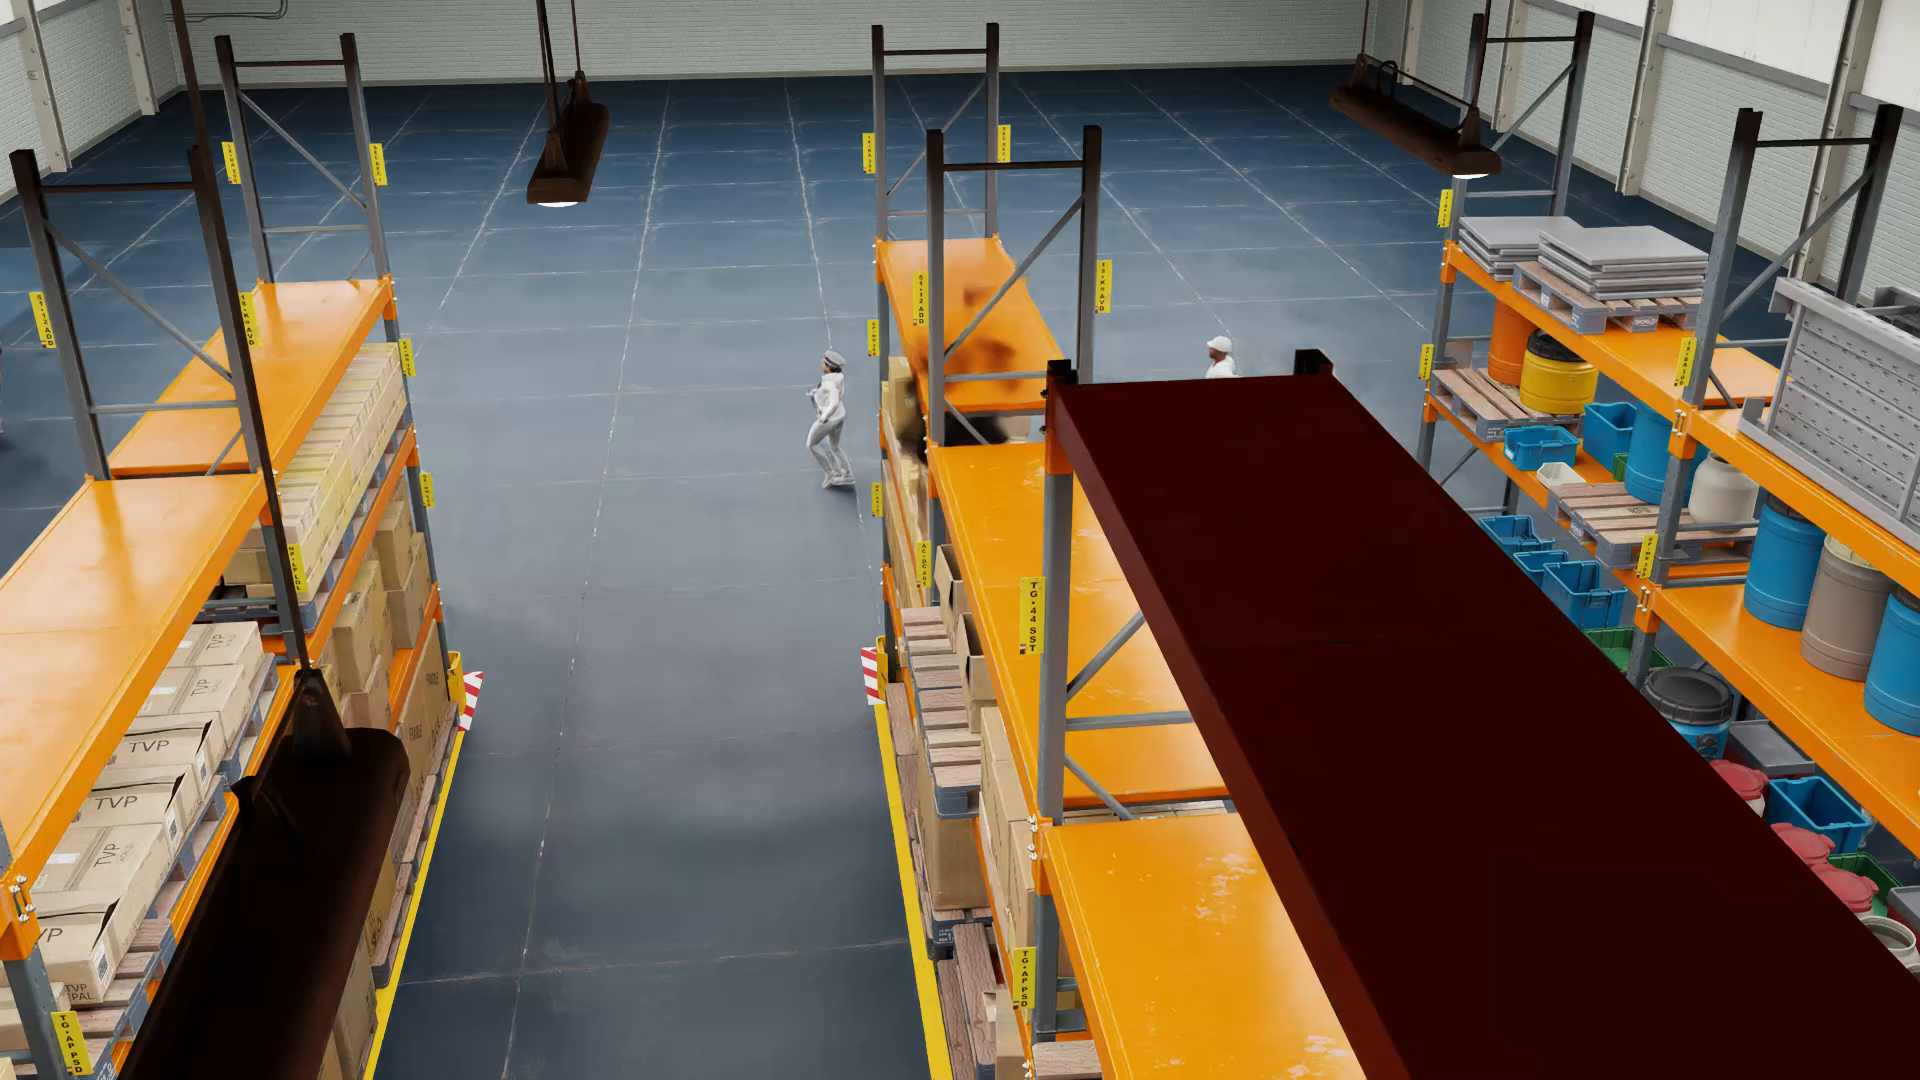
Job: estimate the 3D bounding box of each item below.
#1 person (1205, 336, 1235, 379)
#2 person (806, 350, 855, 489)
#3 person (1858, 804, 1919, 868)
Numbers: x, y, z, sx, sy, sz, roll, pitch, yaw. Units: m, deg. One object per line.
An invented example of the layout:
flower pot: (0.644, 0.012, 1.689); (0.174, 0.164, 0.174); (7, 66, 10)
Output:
person: (3.086, -1.551, 19.701); (0.865, 1.784, 0.726); (7, 26, 15)
person: (-1.562, -1.407, 19.513); (0.629, 1.705, 0.595); (10, 27, 20)
person: (7.255, 1.786, 12.789); (0.618, 1.669, 0.890); (-9, 27, -18)
